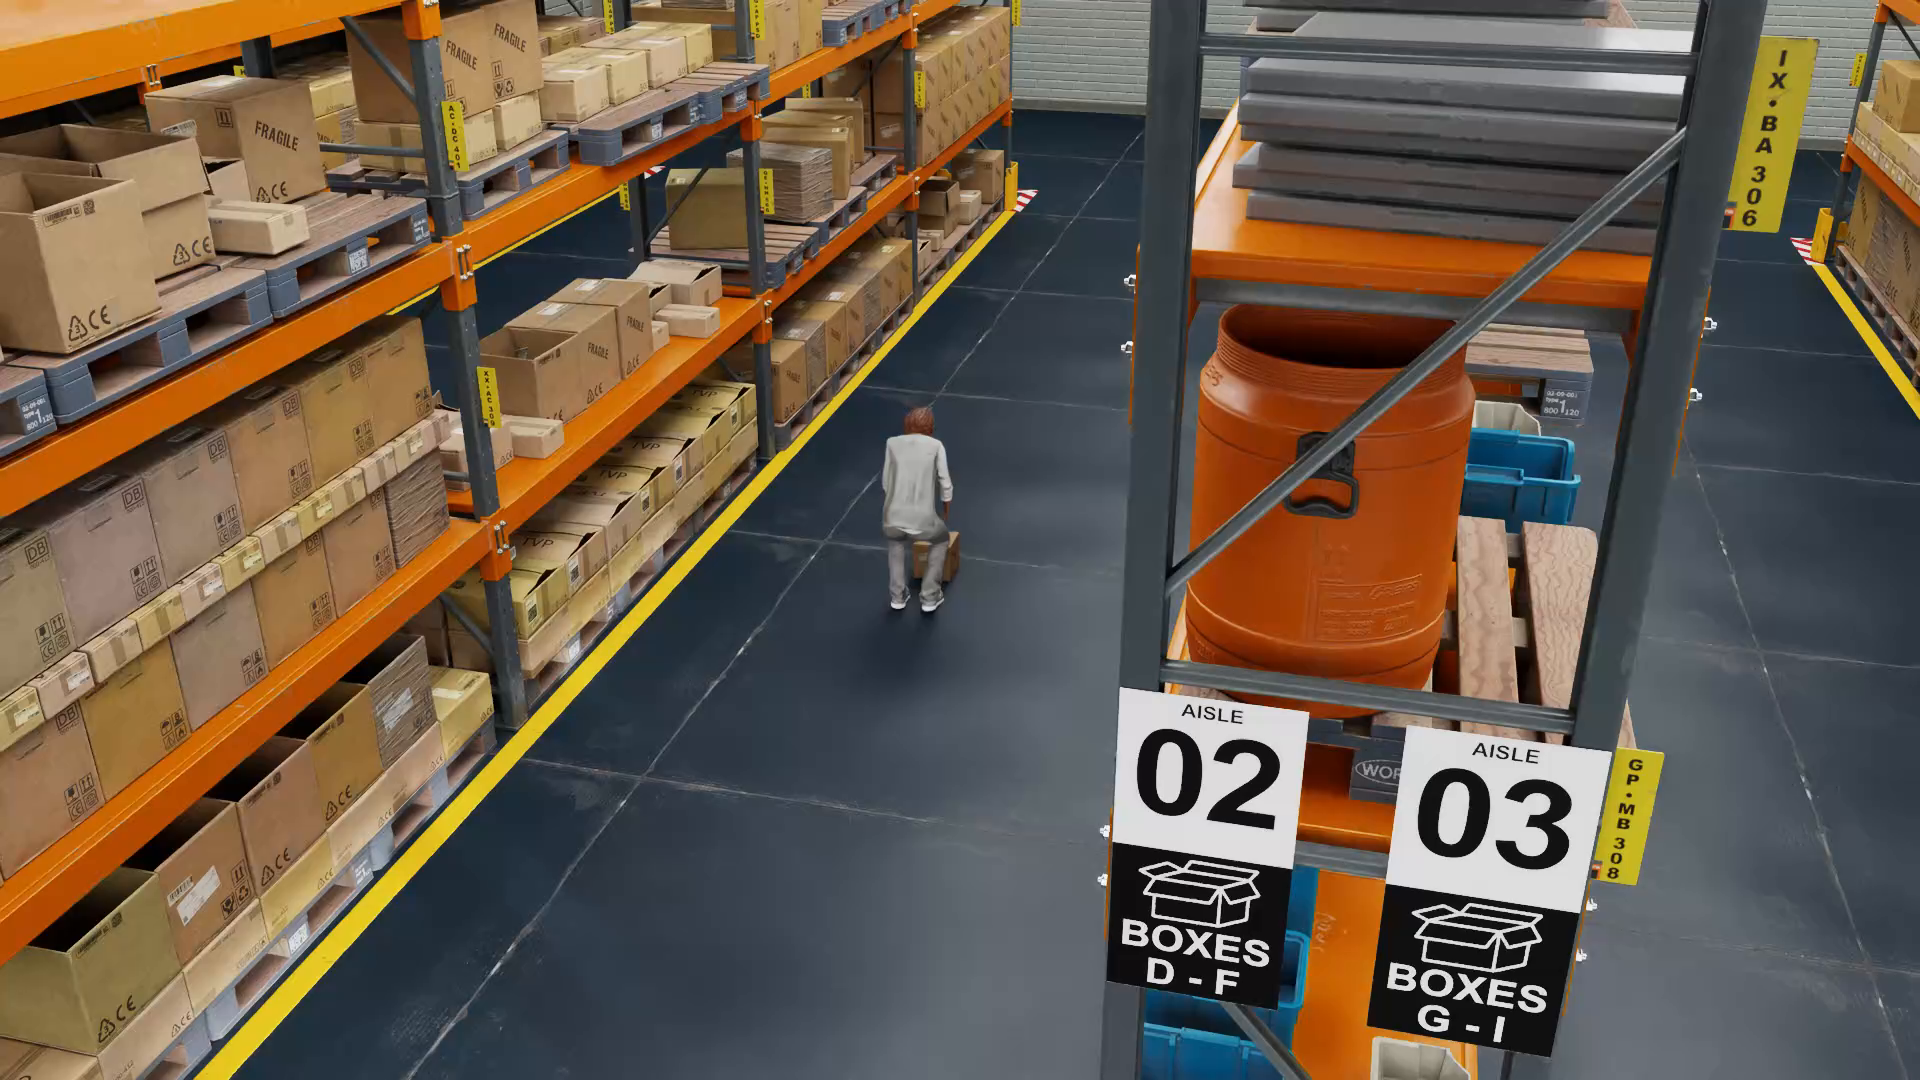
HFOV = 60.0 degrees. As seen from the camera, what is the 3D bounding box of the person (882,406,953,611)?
[{"bbox_3d":[-0.301,-0.169,10.465,0.462,1.242,0.688,6,26,13],"label":"person"}]
